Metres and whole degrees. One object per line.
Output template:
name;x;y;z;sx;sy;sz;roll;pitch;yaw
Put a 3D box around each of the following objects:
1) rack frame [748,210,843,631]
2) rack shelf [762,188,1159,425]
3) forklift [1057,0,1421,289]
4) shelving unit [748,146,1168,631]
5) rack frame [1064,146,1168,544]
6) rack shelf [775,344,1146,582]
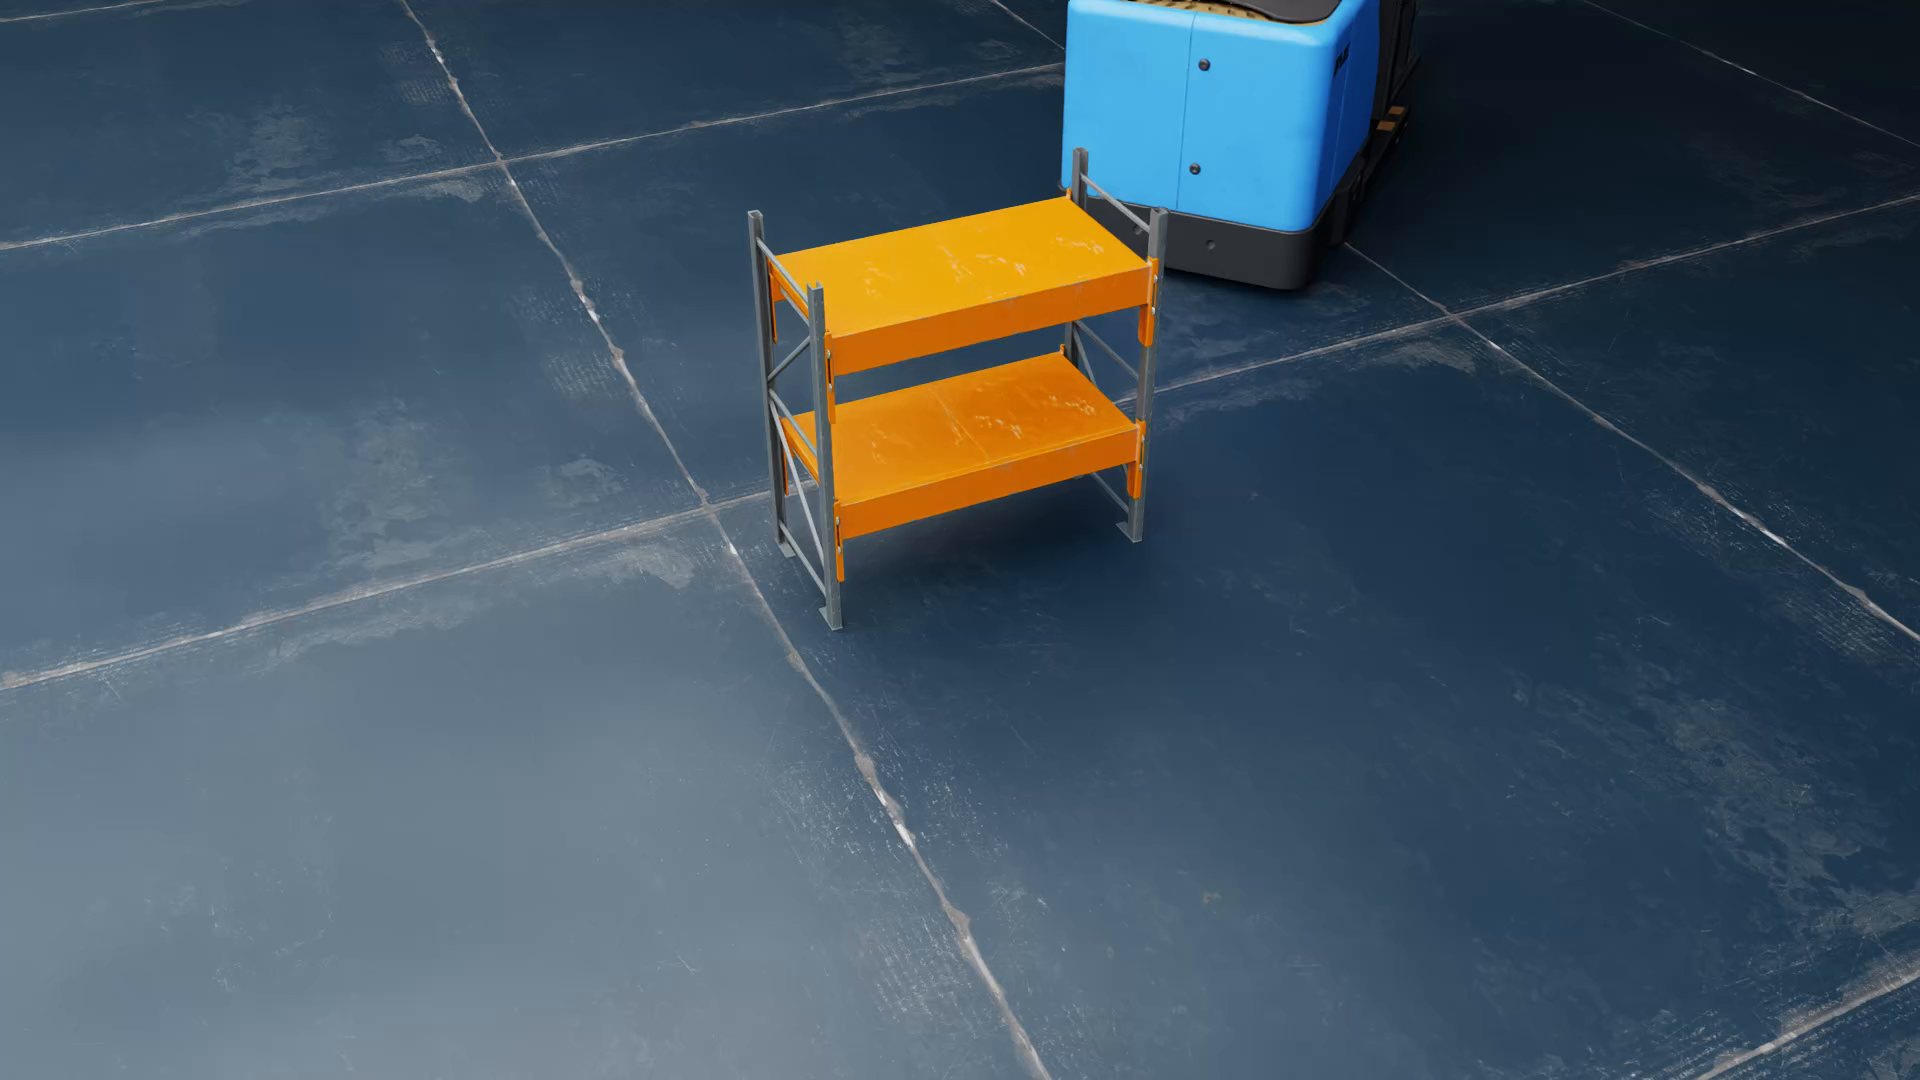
rack frame;-0.466;-0.321;4.739;0.032;1.125;0.500;-16;39;-20
rack shelf;-0.006;-0.685;4.738;1.000;0.278;0.538;-16;39;-20
forklift;1.448;-3.019;6.860;1.130;2.935;3.031;15;39;19
shelving unit;-0.006;-0.450;4.913;1.048;1.125;0.538;-16;39;-20
rack frame;0.454;-0.579;5.086;0.032;1.125;0.500;-16;39;-20
rack shelf;-0.006;-0.254;5.058;1.000;0.278;0.538;-16;39;-20
